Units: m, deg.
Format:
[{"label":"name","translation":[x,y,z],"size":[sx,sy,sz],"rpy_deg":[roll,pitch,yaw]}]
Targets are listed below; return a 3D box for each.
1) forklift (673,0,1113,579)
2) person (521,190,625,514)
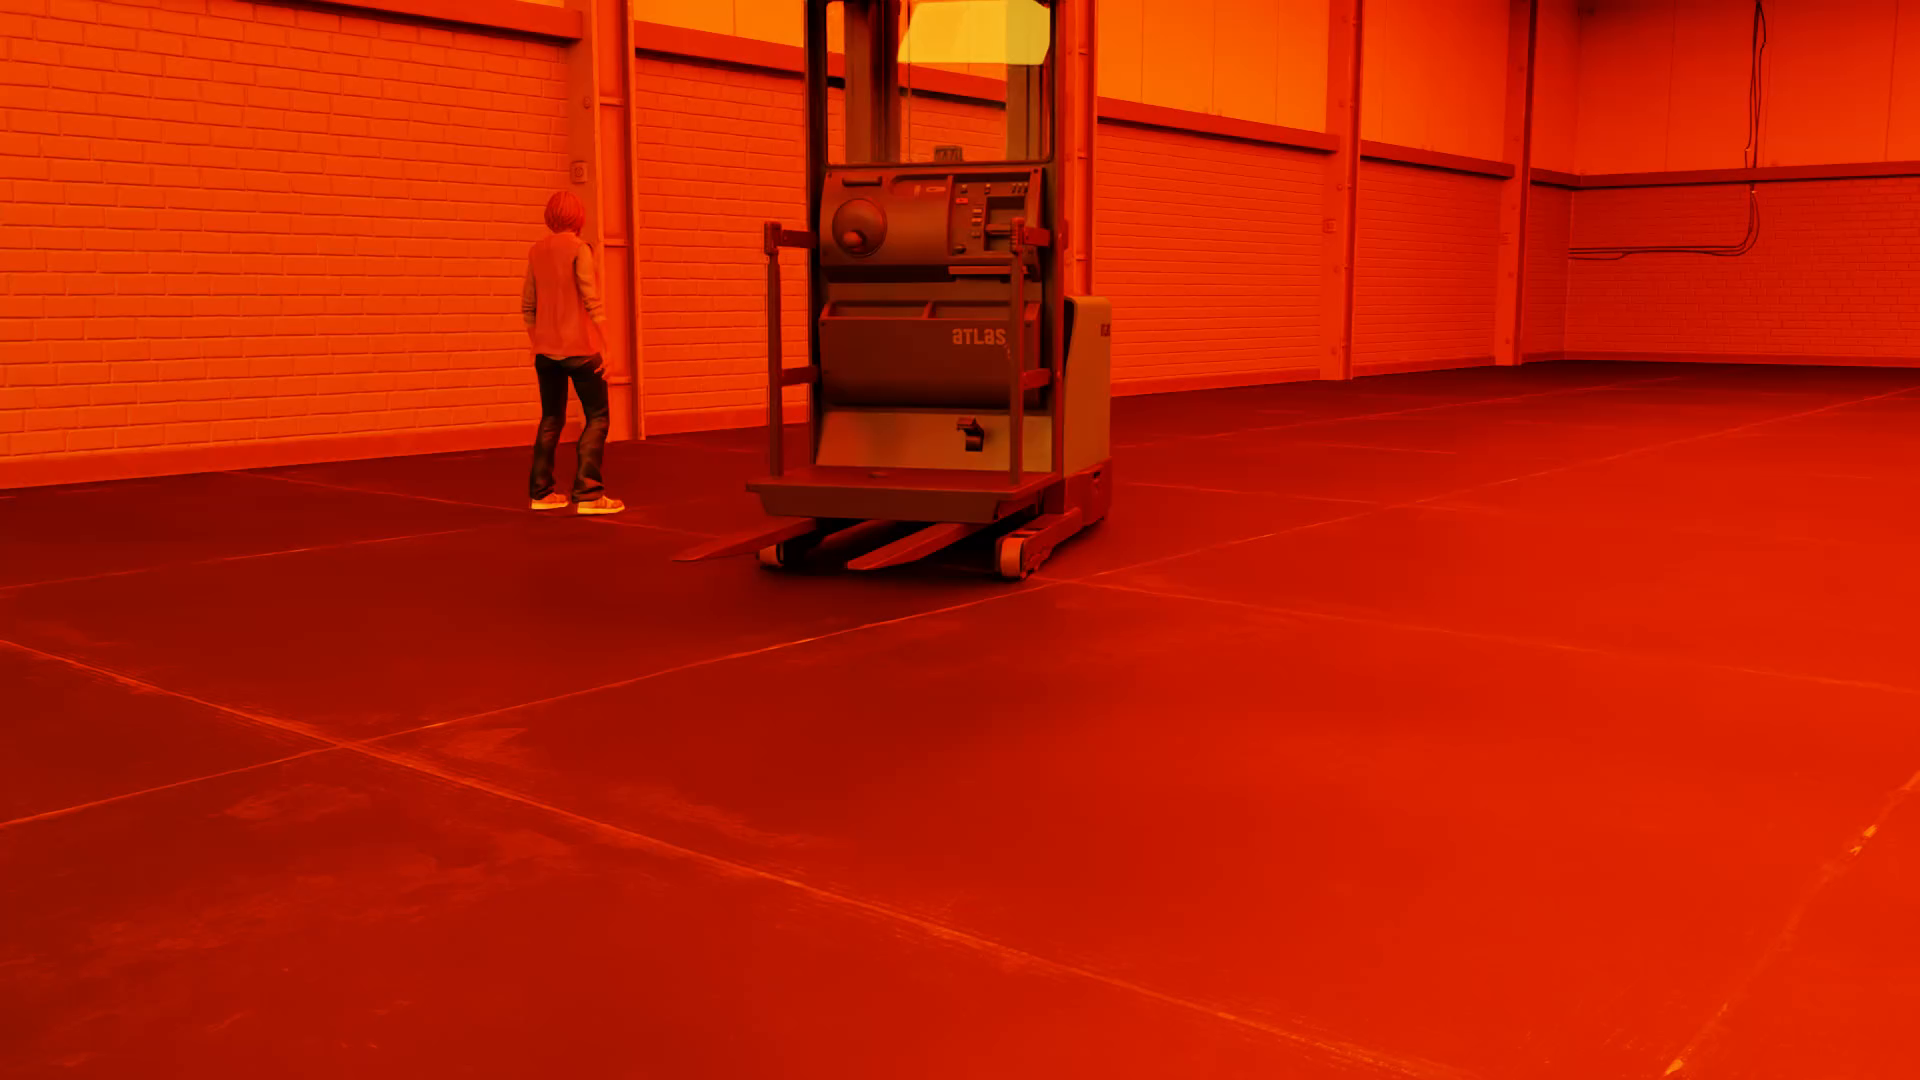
[{"label":"forklift","translation":[-0.183,-1.362,6.593],"size":[1.130,2.935,3.031],"rpy_deg":[3,9,17]},{"label":"person","translation":[-1.921,-0.919,8.215],"size":[0.583,1.587,0.360],"rpy_deg":[5,9,28]}]
